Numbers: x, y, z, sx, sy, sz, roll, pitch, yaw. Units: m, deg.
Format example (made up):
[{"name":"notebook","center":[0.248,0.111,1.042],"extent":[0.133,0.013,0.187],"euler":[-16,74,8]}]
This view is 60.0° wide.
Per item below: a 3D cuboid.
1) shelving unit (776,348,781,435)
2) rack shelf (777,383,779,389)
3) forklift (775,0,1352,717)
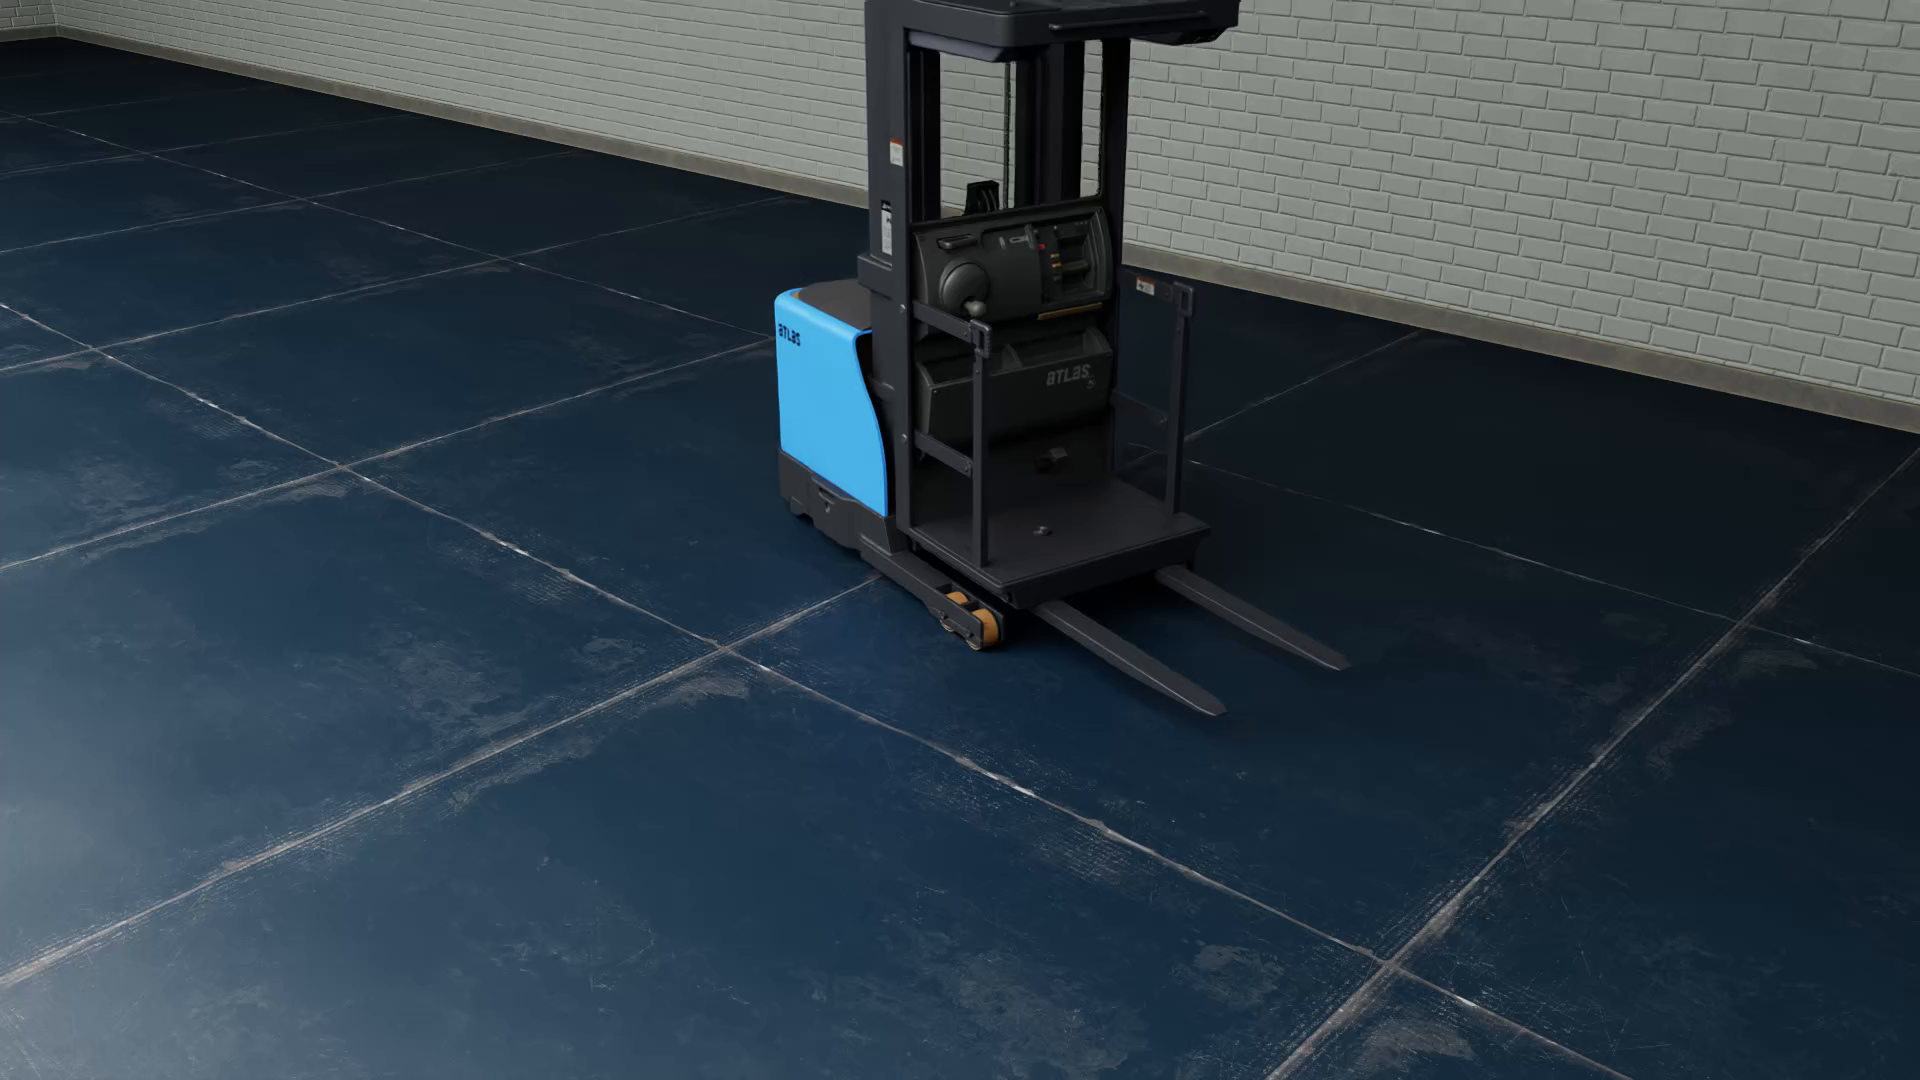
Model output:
[{"name":"shelving unit","center":[-0.743,-0.719,8.255],"extent":[0.258,0.900,0.210],"euler":[8,25,18]},{"name":"rack shelf","center":[-0.743,-0.771,8.231],"extent":[0.258,0.077,0.200],"euler":[8,25,18]},{"name":"forklift","center":[0.350,-1.111,6.644],"extent":[1.130,2.935,3.031],"euler":[-15,28,-30]}]
